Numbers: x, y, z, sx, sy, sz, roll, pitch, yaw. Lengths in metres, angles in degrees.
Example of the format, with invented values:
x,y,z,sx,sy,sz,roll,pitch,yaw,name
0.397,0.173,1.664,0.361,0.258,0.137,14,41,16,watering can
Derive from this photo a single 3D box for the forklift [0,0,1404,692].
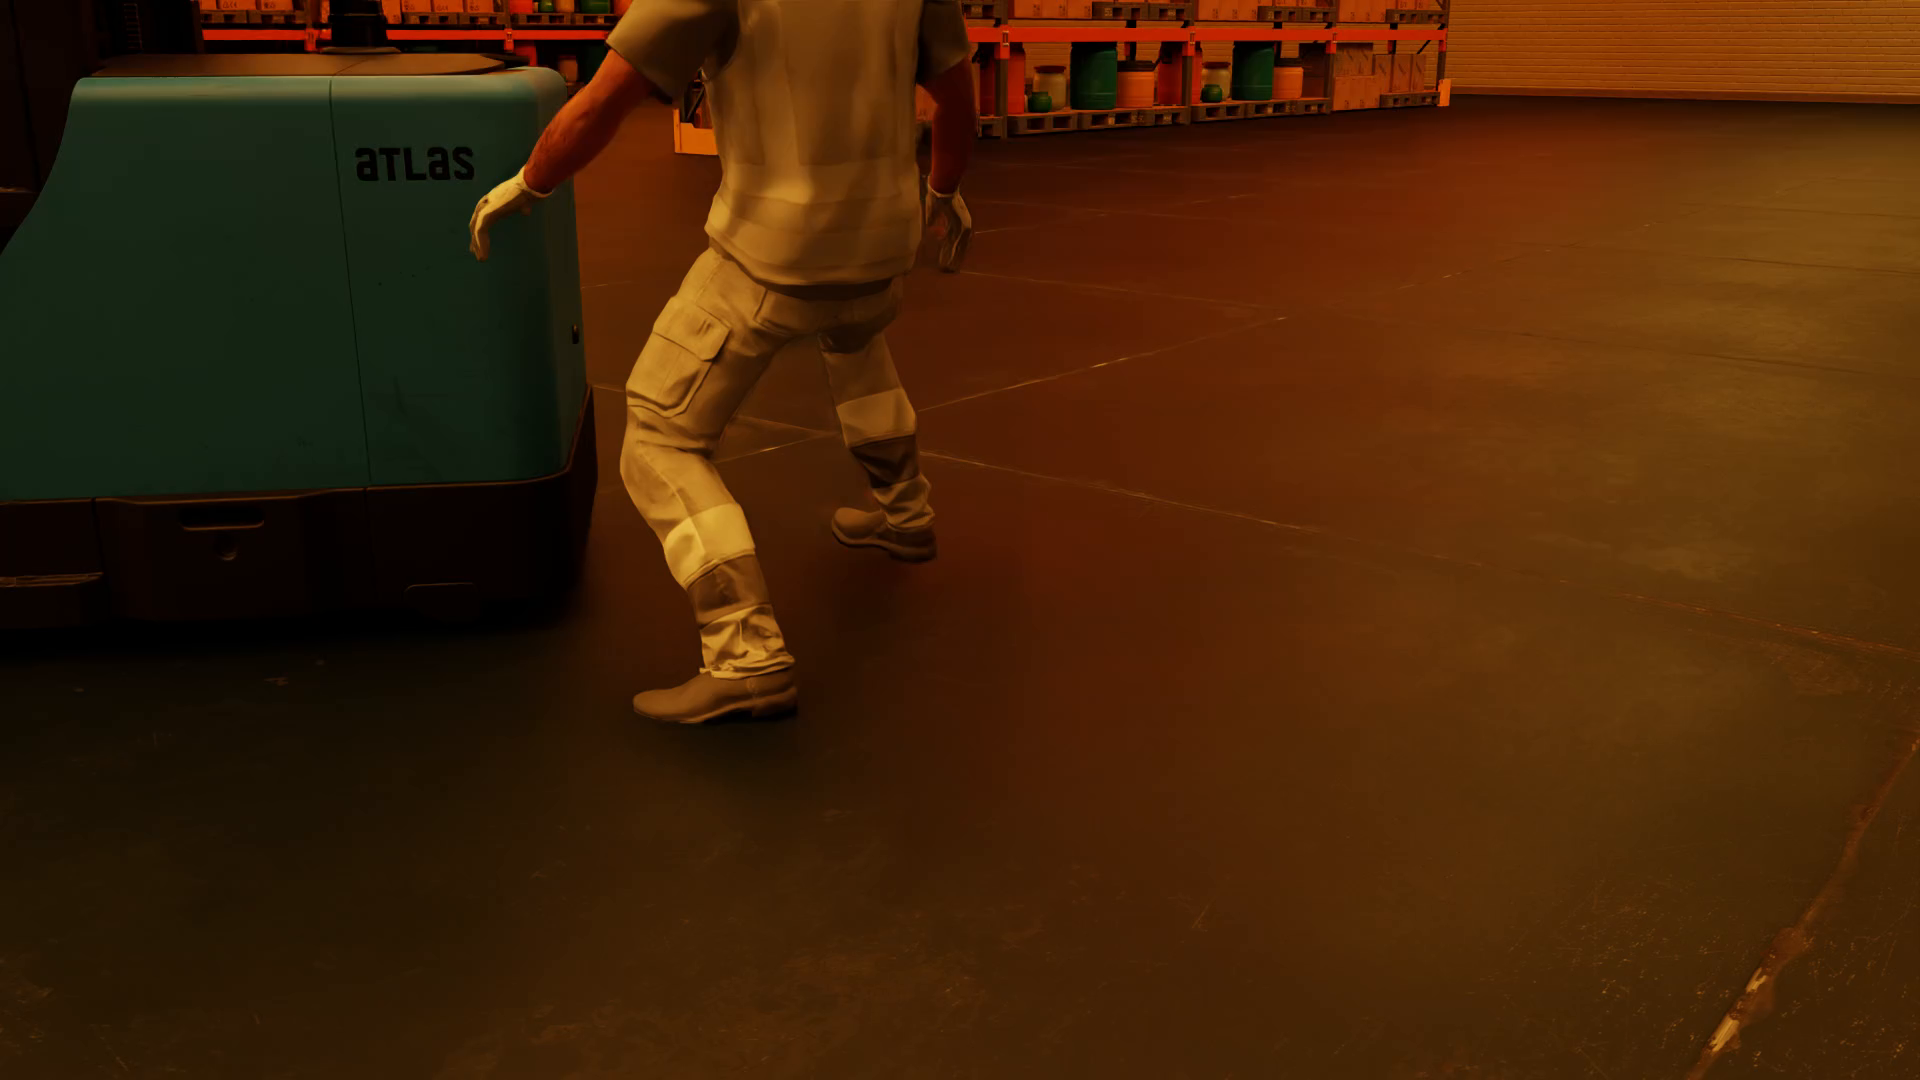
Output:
x,y,z,sx,sy,sz,roll,pitch,yaw,name
-0.507,-1.300,3.180,3.031,2.935,1.130,-11,20,-32,forklift
